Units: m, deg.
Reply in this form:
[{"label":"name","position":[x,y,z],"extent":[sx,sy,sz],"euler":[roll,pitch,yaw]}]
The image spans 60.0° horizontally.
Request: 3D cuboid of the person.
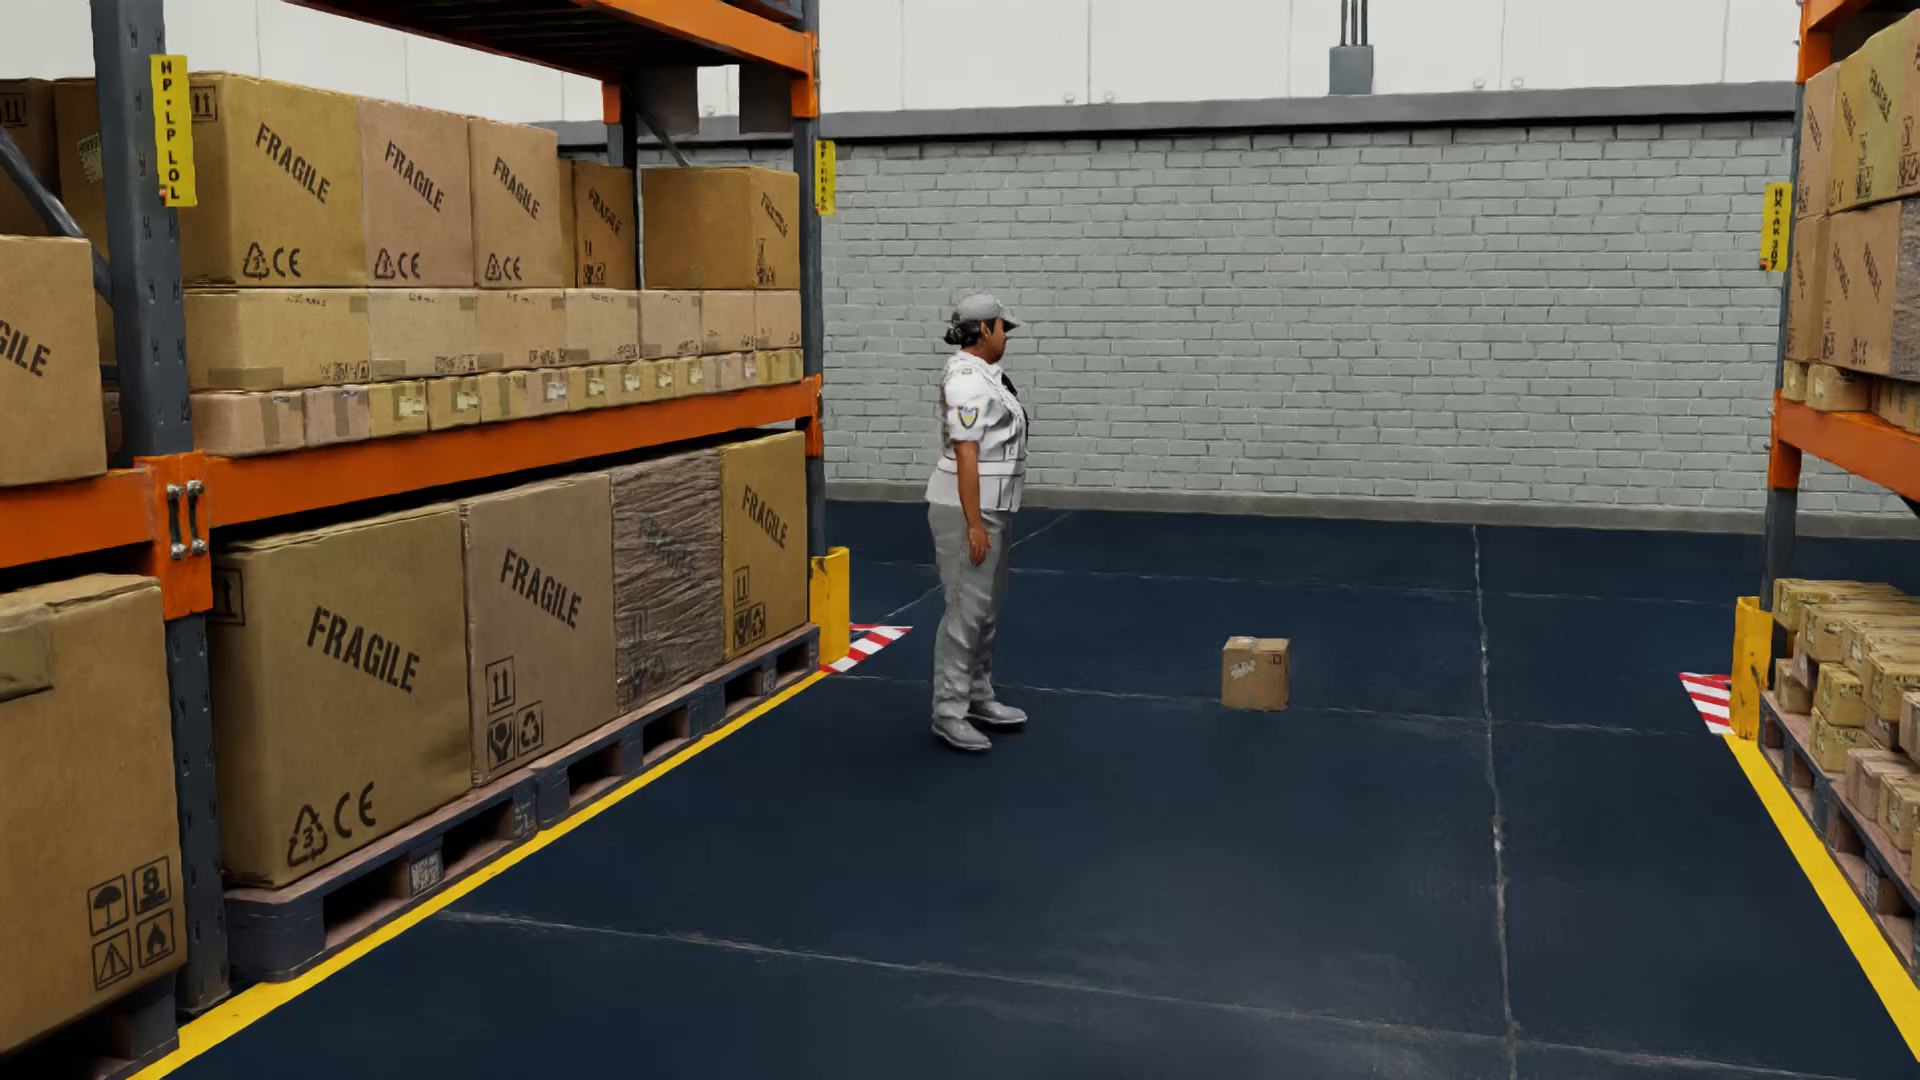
[{"label":"person","position":[0.057,-0.089,6.283],"extent":[0.386,1.675,0.564],"euler":[1,9,7]}]
